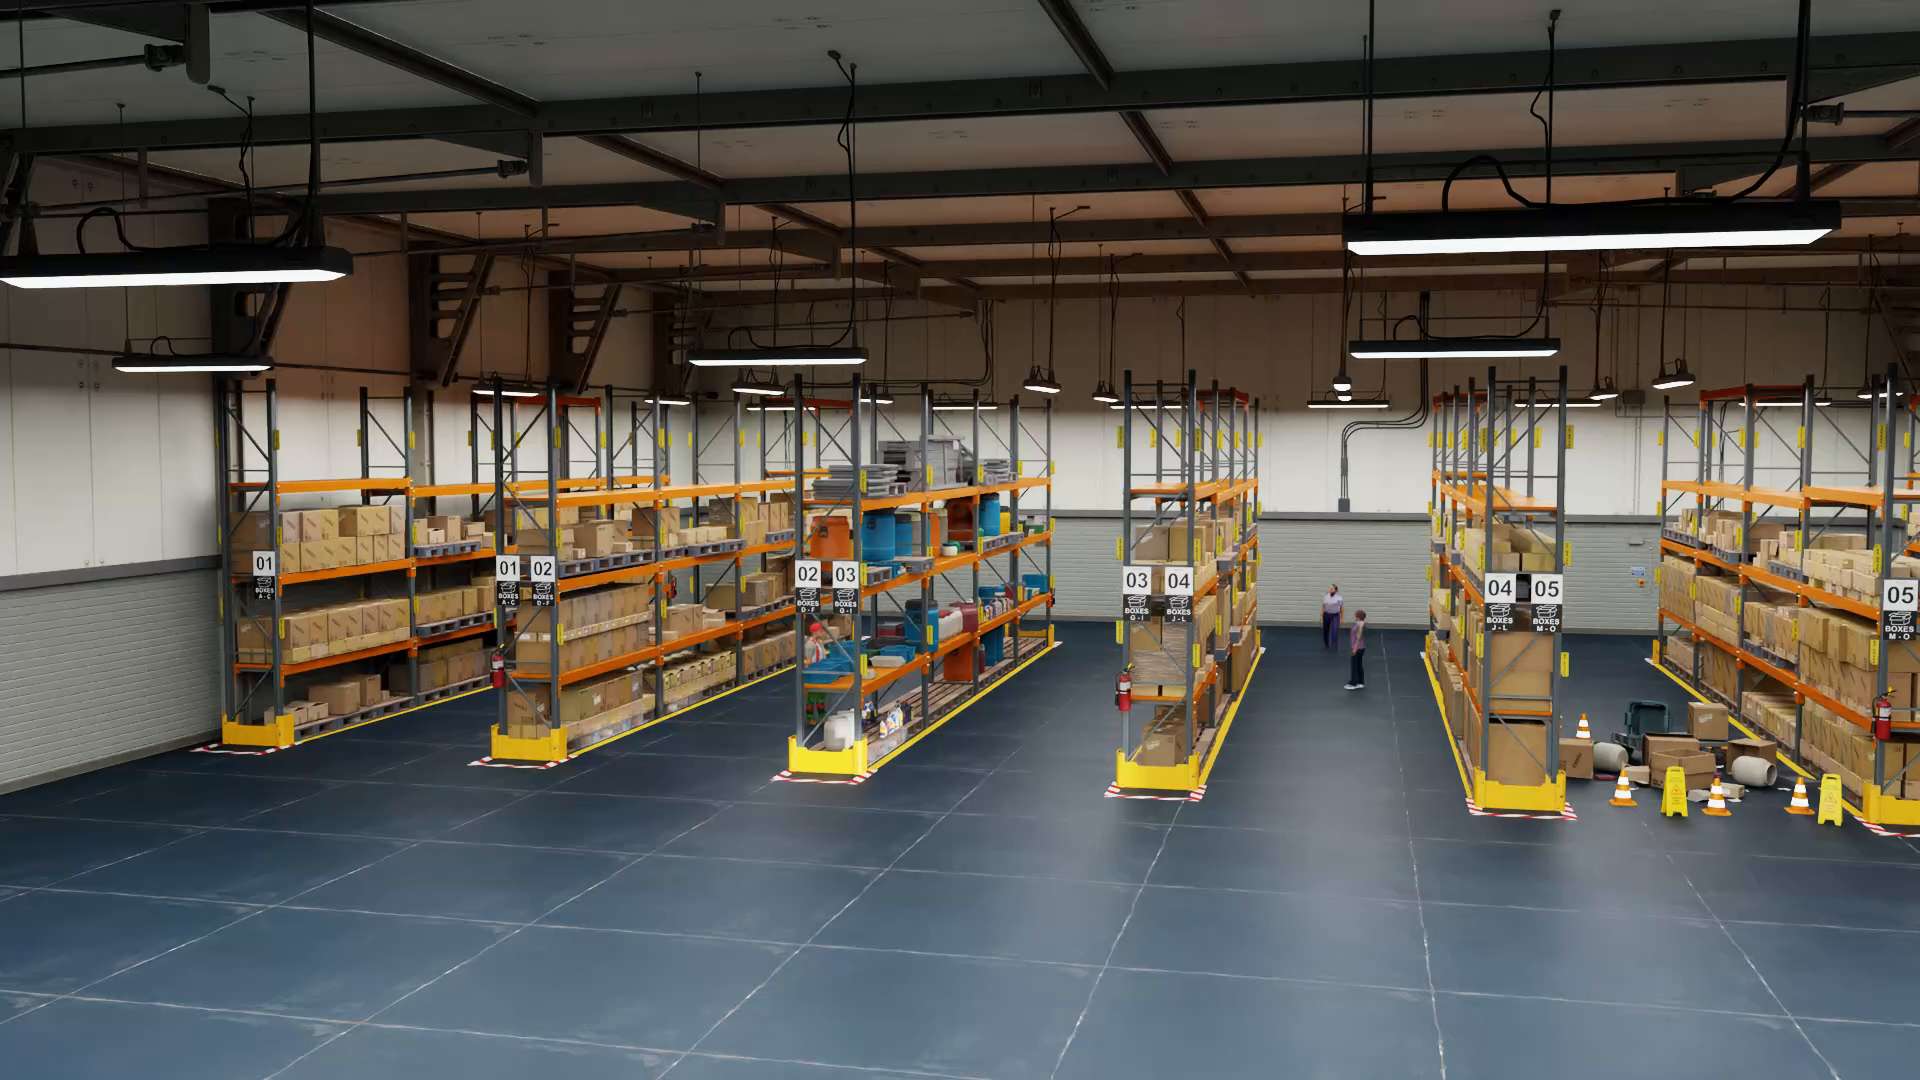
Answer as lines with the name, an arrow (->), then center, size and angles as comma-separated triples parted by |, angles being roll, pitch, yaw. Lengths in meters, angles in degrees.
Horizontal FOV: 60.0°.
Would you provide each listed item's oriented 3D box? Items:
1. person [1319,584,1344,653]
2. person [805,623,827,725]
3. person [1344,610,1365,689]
person -> 8.792, 1.839, 39.324 | 0.558, 1.593, 0.956 | 1, 4, 16
person -> -2.496, 2.356, 29.181 | 0.442, 1.806, 0.591 | 2, 4, 24
person -> 7.944, 2.208, 33.410 | 0.404, 1.586, 0.486 | 2, 4, 24
